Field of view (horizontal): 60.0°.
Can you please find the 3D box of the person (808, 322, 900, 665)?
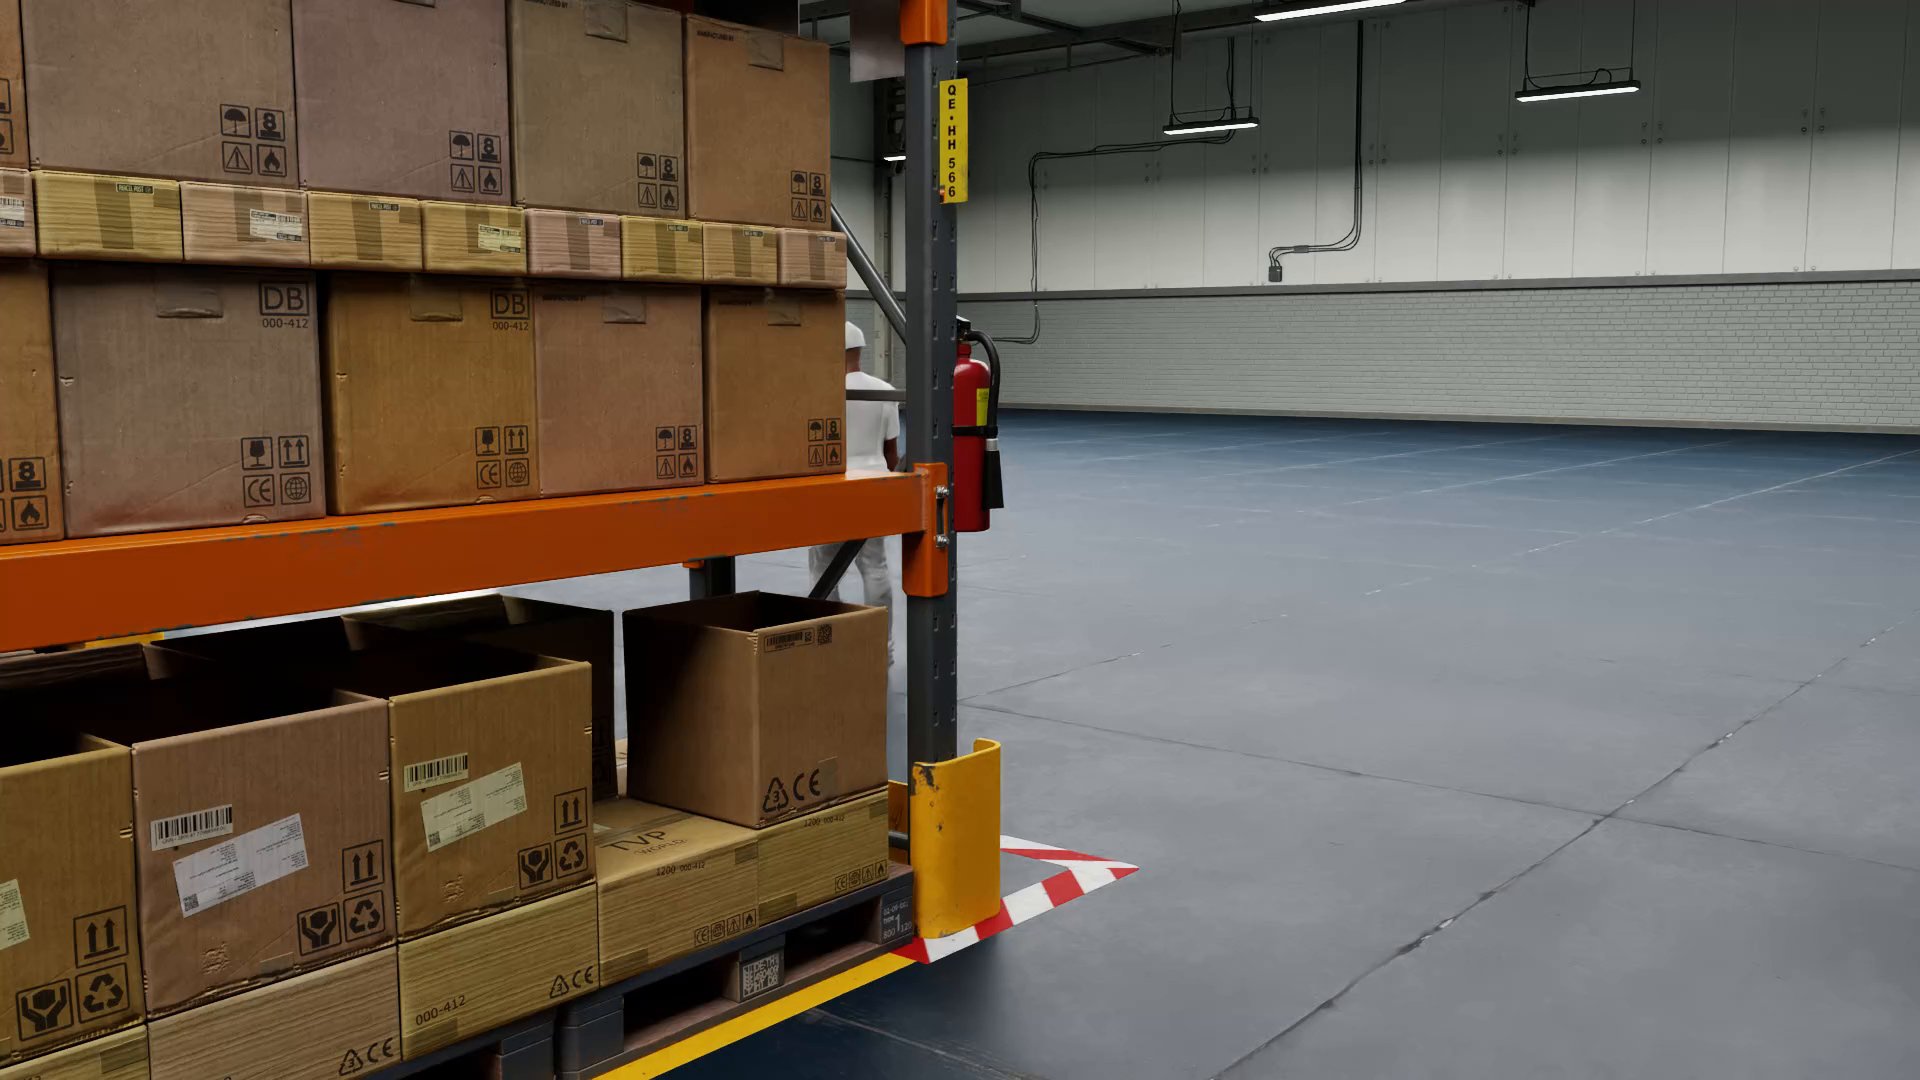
[{"bbox_3d":[-0.598,-0.235,8.584,0.579,1.768,0.686,-5,8,-34],"label":"person"}]
